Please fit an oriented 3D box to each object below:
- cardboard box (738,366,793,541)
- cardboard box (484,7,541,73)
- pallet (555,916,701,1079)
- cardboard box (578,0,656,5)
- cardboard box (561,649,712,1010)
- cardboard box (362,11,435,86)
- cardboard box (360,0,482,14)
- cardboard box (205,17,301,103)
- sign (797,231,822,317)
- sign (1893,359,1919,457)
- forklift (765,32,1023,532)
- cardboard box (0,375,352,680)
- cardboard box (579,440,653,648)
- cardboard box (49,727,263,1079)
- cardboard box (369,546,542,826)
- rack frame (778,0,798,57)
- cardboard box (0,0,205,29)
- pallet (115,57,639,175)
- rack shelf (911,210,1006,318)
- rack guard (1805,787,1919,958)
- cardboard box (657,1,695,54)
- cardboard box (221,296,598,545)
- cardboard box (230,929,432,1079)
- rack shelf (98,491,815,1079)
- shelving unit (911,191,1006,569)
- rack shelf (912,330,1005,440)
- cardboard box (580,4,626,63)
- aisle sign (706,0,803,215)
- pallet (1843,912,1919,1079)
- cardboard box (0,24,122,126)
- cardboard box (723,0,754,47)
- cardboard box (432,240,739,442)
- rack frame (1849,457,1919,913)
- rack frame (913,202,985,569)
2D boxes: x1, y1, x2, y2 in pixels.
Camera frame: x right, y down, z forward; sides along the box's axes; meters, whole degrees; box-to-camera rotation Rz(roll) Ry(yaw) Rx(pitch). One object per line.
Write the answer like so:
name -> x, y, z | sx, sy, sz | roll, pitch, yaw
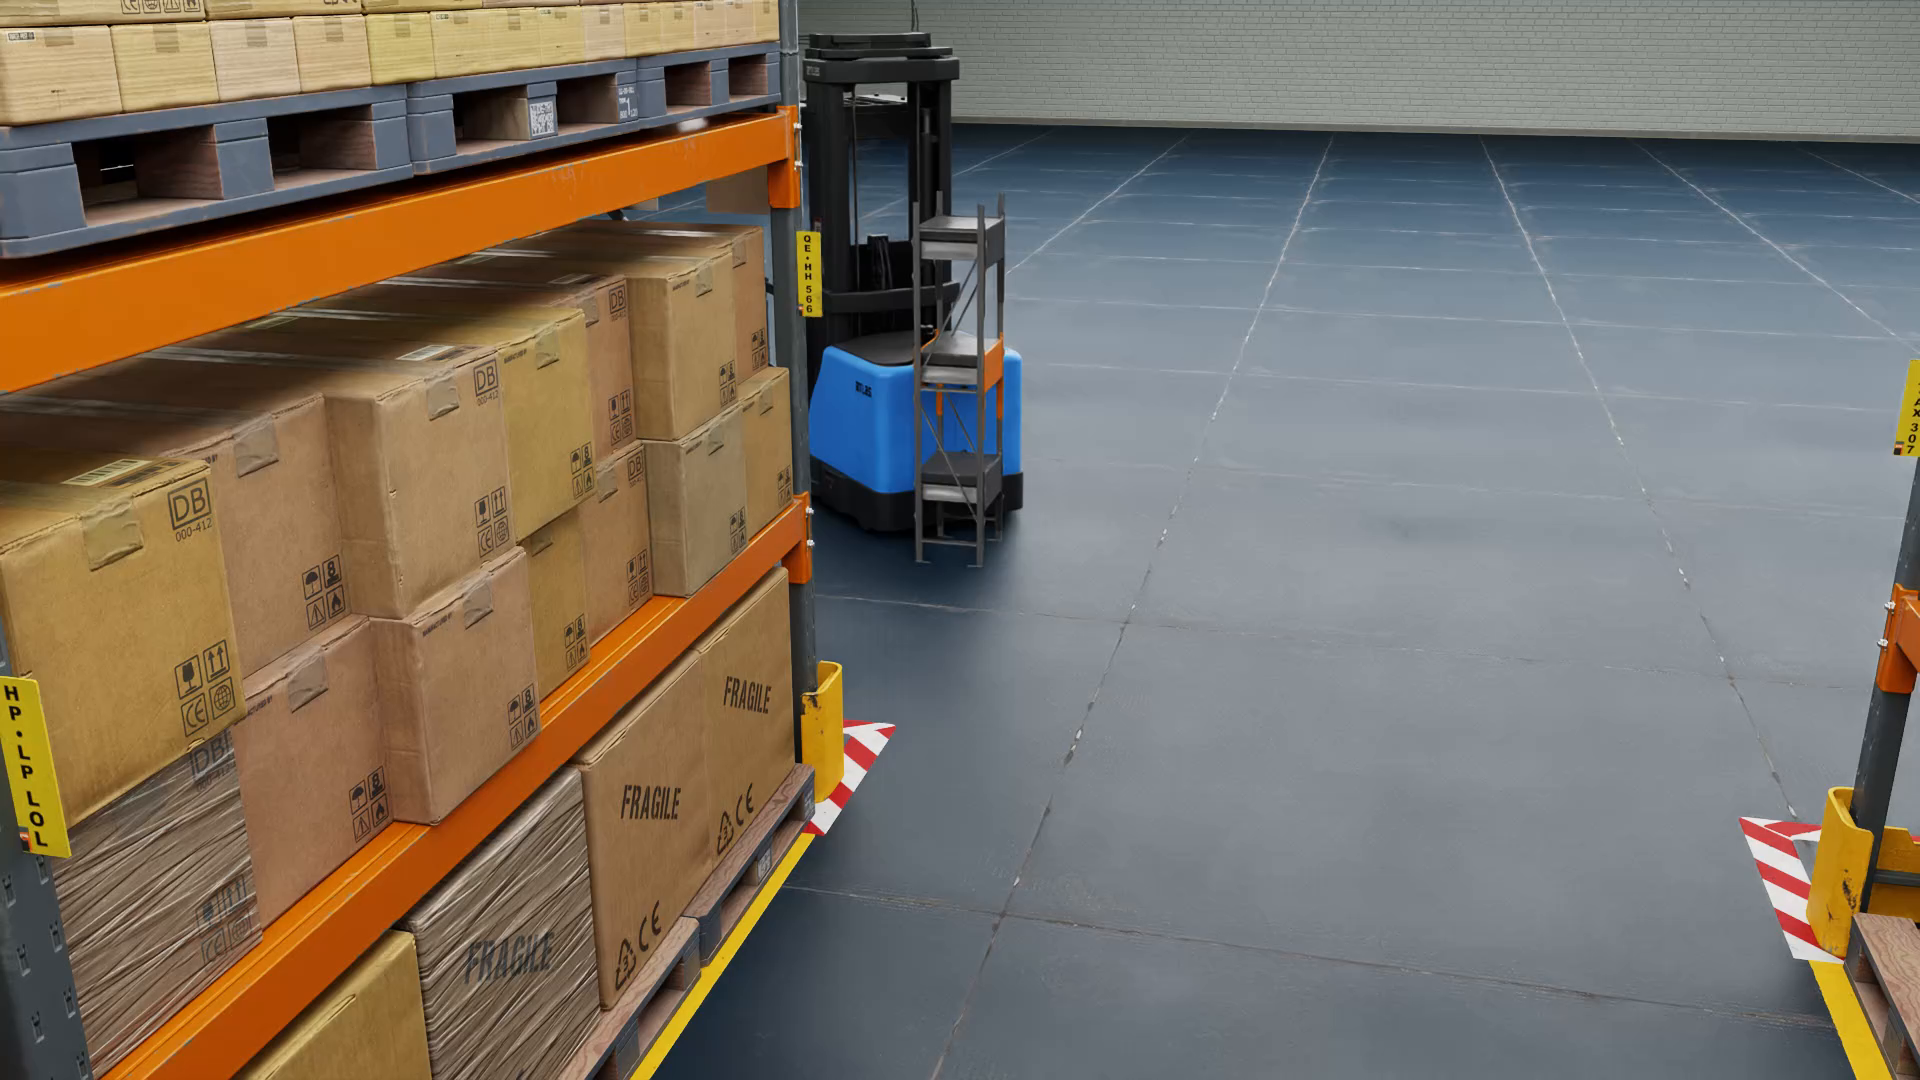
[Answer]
cardboard box -> -1.149, -0.355, 6.355 | 0.875, 0.550, 0.550 | 5, 19, 13
cardboard box -> -1.289, -1.261, 4.182 | 0.380, 0.149, 0.250 | 5, 19, 14
pallet -> -1.522, 1.554, 5.313 | 1.003, 0.211, 1.213 | 5, 19, 13
cardboard box -> -1.197, -1.650, 4.704 | 0.500, 0.250, 0.500 | 5, 19, 13
cardboard box -> -1.417, 0.896, 5.560 | 0.875, 0.875, 0.875 | 4, 19, 13
cardboard box -> -1.414, -1.103, 3.721 | 0.380, 0.149, 0.250 | 4, 19, 13
cardboard box -> -1.444, -1.333, 3.777 | 0.500, 0.250, 0.500 | 4, 19, 13
cardboard box -> -1.537, -0.944, 3.253 | 0.380, 0.149, 0.250 | 5, 19, 13
sign -> -0.579, -1.017, 6.366 | 0.100, 0.325, 0.005 | 5, 19, 13
sign -> 3.157, -0.433, 5.476 | 0.100, 0.325, 0.005 | 5, 19, 13
forklift -> -0.757, -1.866, 11.116 | 1.130, 2.935, 3.031 | -10, 21, -27
cardboard box -> -1.934, -0.027, 3.723 | 0.875, 0.550, 0.550 | 5, 19, 13
cardboard box -> -1.521, -0.015, 5.360 | 0.875, 0.550, 0.550 | 5, 19, 13
cardboard box -> -2.001, 0.662, 3.376 | 0.875, 0.550, 0.550 | 5, 19, 13
cardboard box -> -1.642, 0.328, 4.355 | 0.875, 0.550, 0.550 | 5, 19, 13
rack frame -> -1.102, -3.243, 5.760 | 1.000, 3.000, 0.127 | 5, 19, 13
cardboard box -> -1.689, -1.017, 2.851 | 0.500, 0.250, 0.500 | 5, 19, 14
pallet -> -1.569, -1.165, 4.453 | 1.003, 0.211, 1.213 | 5, 19, 13
rack shelf -> -0.002, -1.569, 9.408 | 0.431, 0.518, 0.480 | 5, 19, 14
rack guard -> 3.664, 1.226, 5.825 | 1.175, 0.500, 0.348 | 5, 19, 13
cardboard box -> -1.042, -1.581, 5.119 | 0.380, 0.149, 0.250 | 5, 19, 14
cardboard box -> -1.547, -0.352, 4.675 | 0.875, 0.550, 0.500 | 5, 19, 13
cardboard box -> -1.858, 1.465, 3.896 | 0.875, 0.875, 0.875 | 5, 19, 14
rack shelf -> -1.591, 0.563, 5.011 | 1.077, 0.370, 4.000 | 5, 19, 13
shelving unit -> -0.002, -0.919, 9.630 | 0.431, 2.100, 0.503 | 5, 19, 14
rack shelf -> -0.002, -0.906, 9.634 | 0.431, 0.518, 0.480 | 5, 19, 14
cardboard box -> -1.166, -1.422, 4.652 | 0.380, 0.149, 0.250 | 5, 19, 14
aisle sign -> -0.794, -1.633, 6.305 | 0.394, 0.787, 0.004 | 5, 19, 13
pallet -> 3.431, 1.615, 5.134 | 1.003, 0.211, 1.213 | 5, 19, 13
cardboard box -> -1.661, -0.784, 2.786 | 0.380, 0.149, 0.250 | 4, 19, 12
cardboard box -> -0.917, -1.741, 5.587 | 0.380, 0.149, 0.250 | 5, 19, 14
cardboard box -> -1.275, -0.693, 5.674 | 0.875, 0.550, 0.550 | 5, 19, 13
rack frame -> 3.683, 0.019, 5.490 | 1.000, 3.000, 0.127 | 5, 19, 13
rack frame -> -0.062, -0.843, 9.406 | 0.400, 2.100, 0.015 | 5, 19, 14
